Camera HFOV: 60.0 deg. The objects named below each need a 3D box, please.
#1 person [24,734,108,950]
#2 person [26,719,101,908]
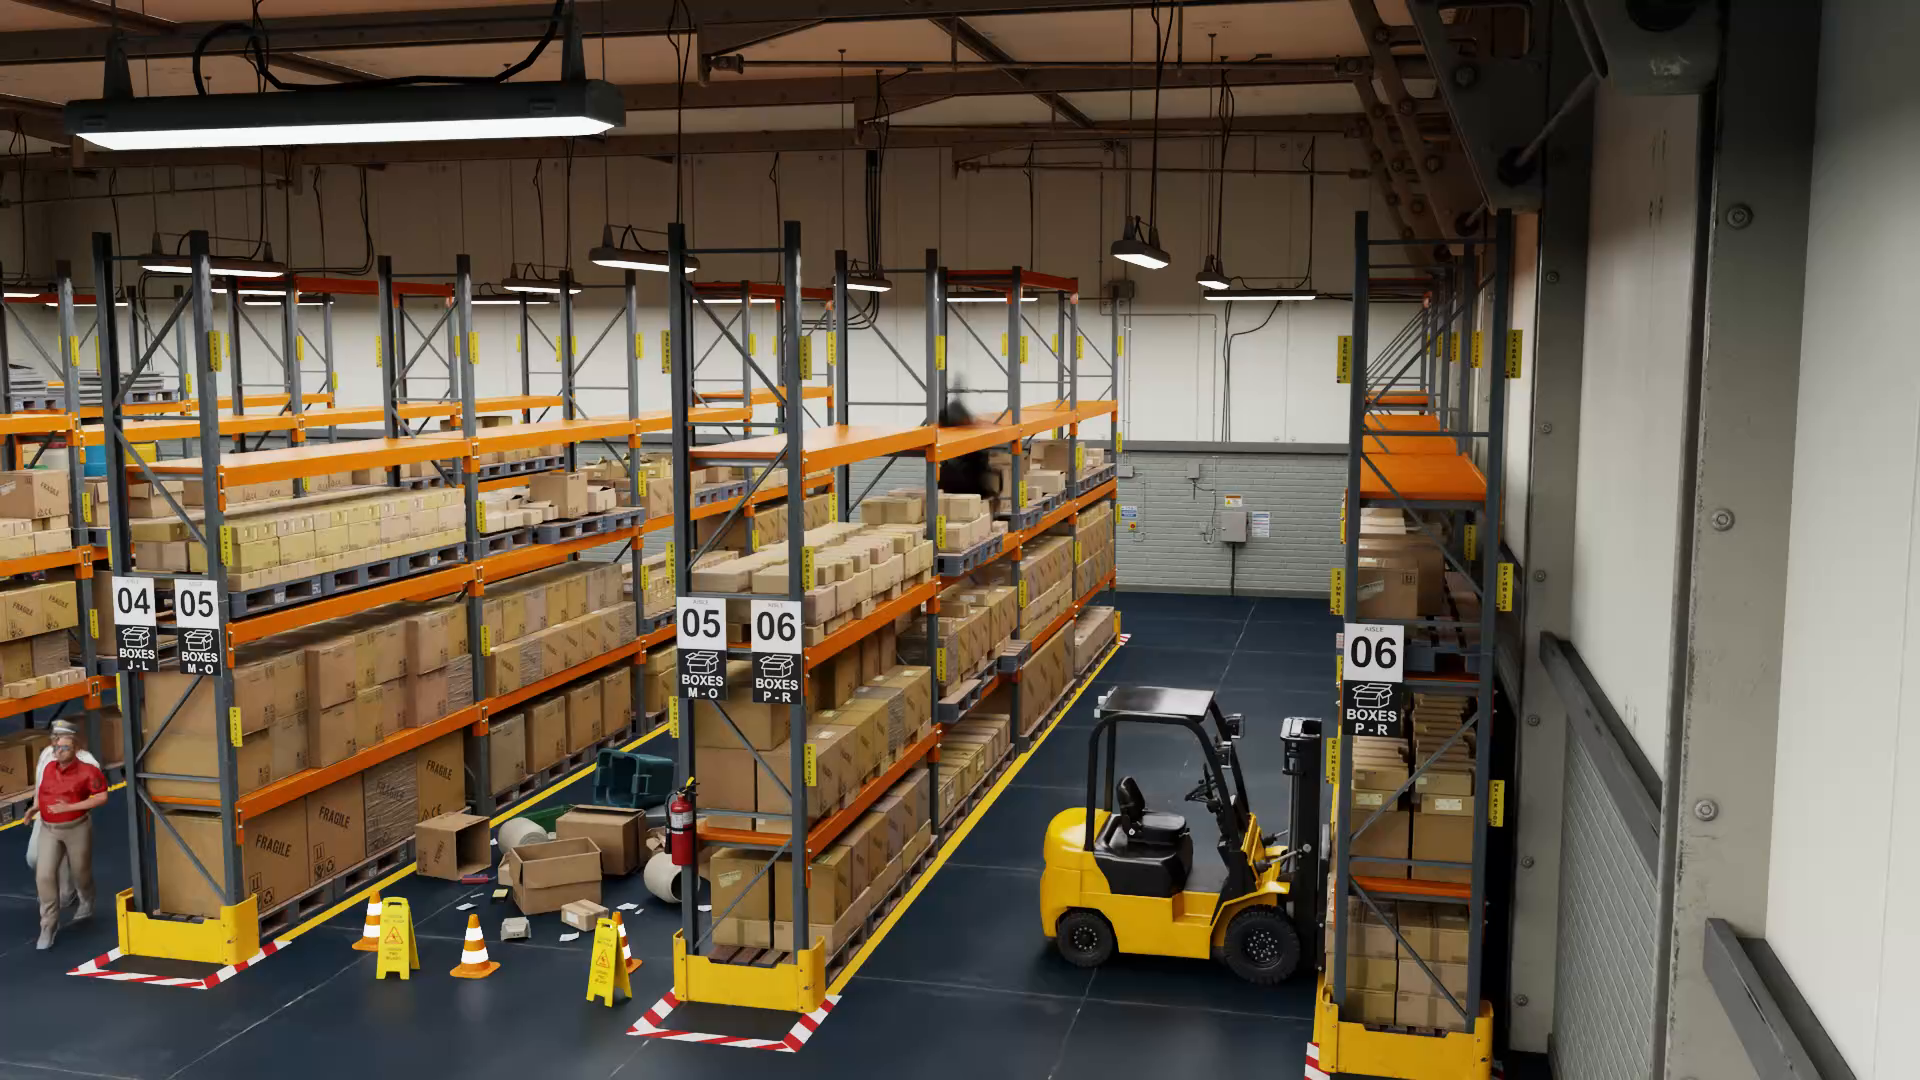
[{"bbox_3d":[-7.735,2.577,14.428,0.716,1.799,0.841,-1,7,-8],"label":"person"},{"bbox_3d":[-8.103,2.484,15.039,0.672,1.764,0.560,0,7,-1],"label":"person"}]
